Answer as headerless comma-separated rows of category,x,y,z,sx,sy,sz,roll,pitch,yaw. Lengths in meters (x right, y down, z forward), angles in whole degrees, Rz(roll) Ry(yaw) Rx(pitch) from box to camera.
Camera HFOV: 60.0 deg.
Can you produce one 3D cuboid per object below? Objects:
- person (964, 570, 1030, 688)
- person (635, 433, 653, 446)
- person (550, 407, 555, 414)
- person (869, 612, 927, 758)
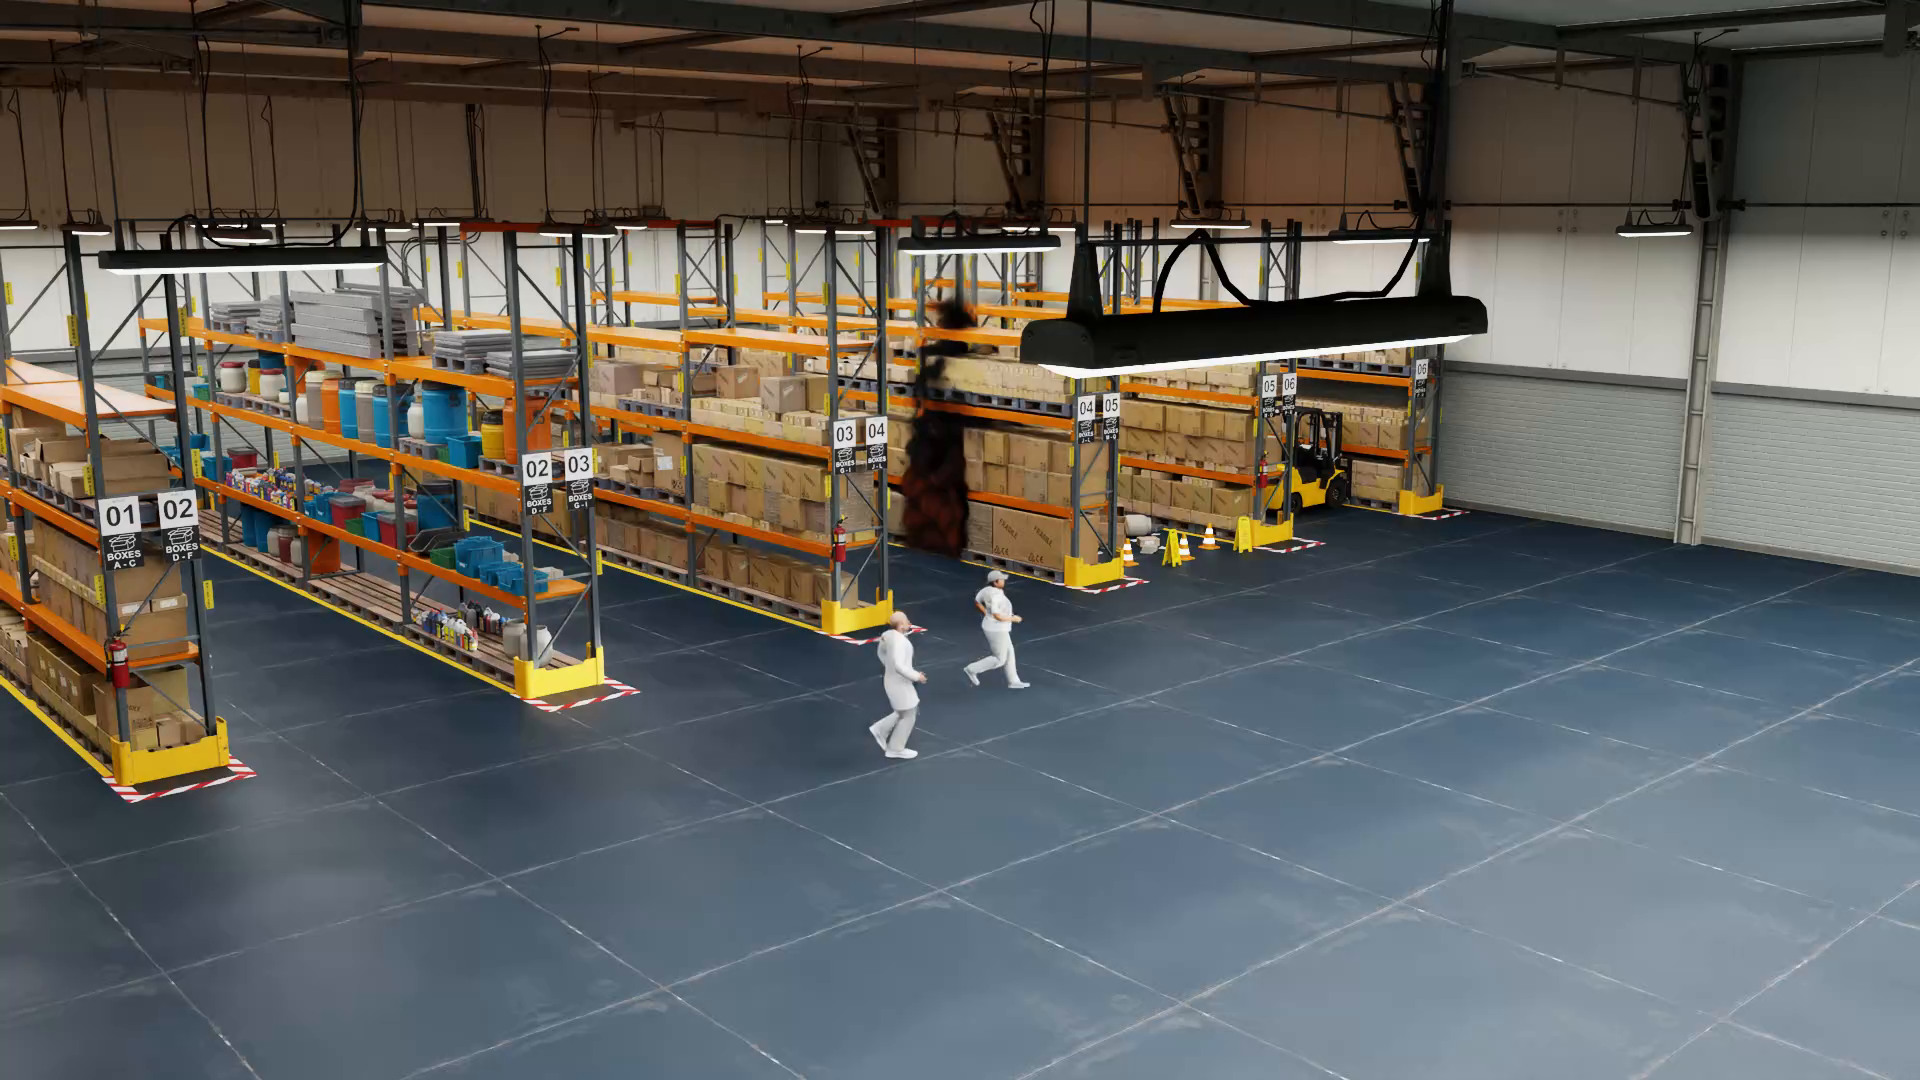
person,0.489,1.188,21.843,0.913,1.633,0.621,-3,12,-13
person,-7.880,-2.750,41.281,0.934,1.630,0.631,3,12,16
person,-9.751,-2.368,39.574,0.680,1.604,0.717,1,11,5
person,-0.722,1.679,19.166,0.637,1.743,0.718,-3,12,-14
